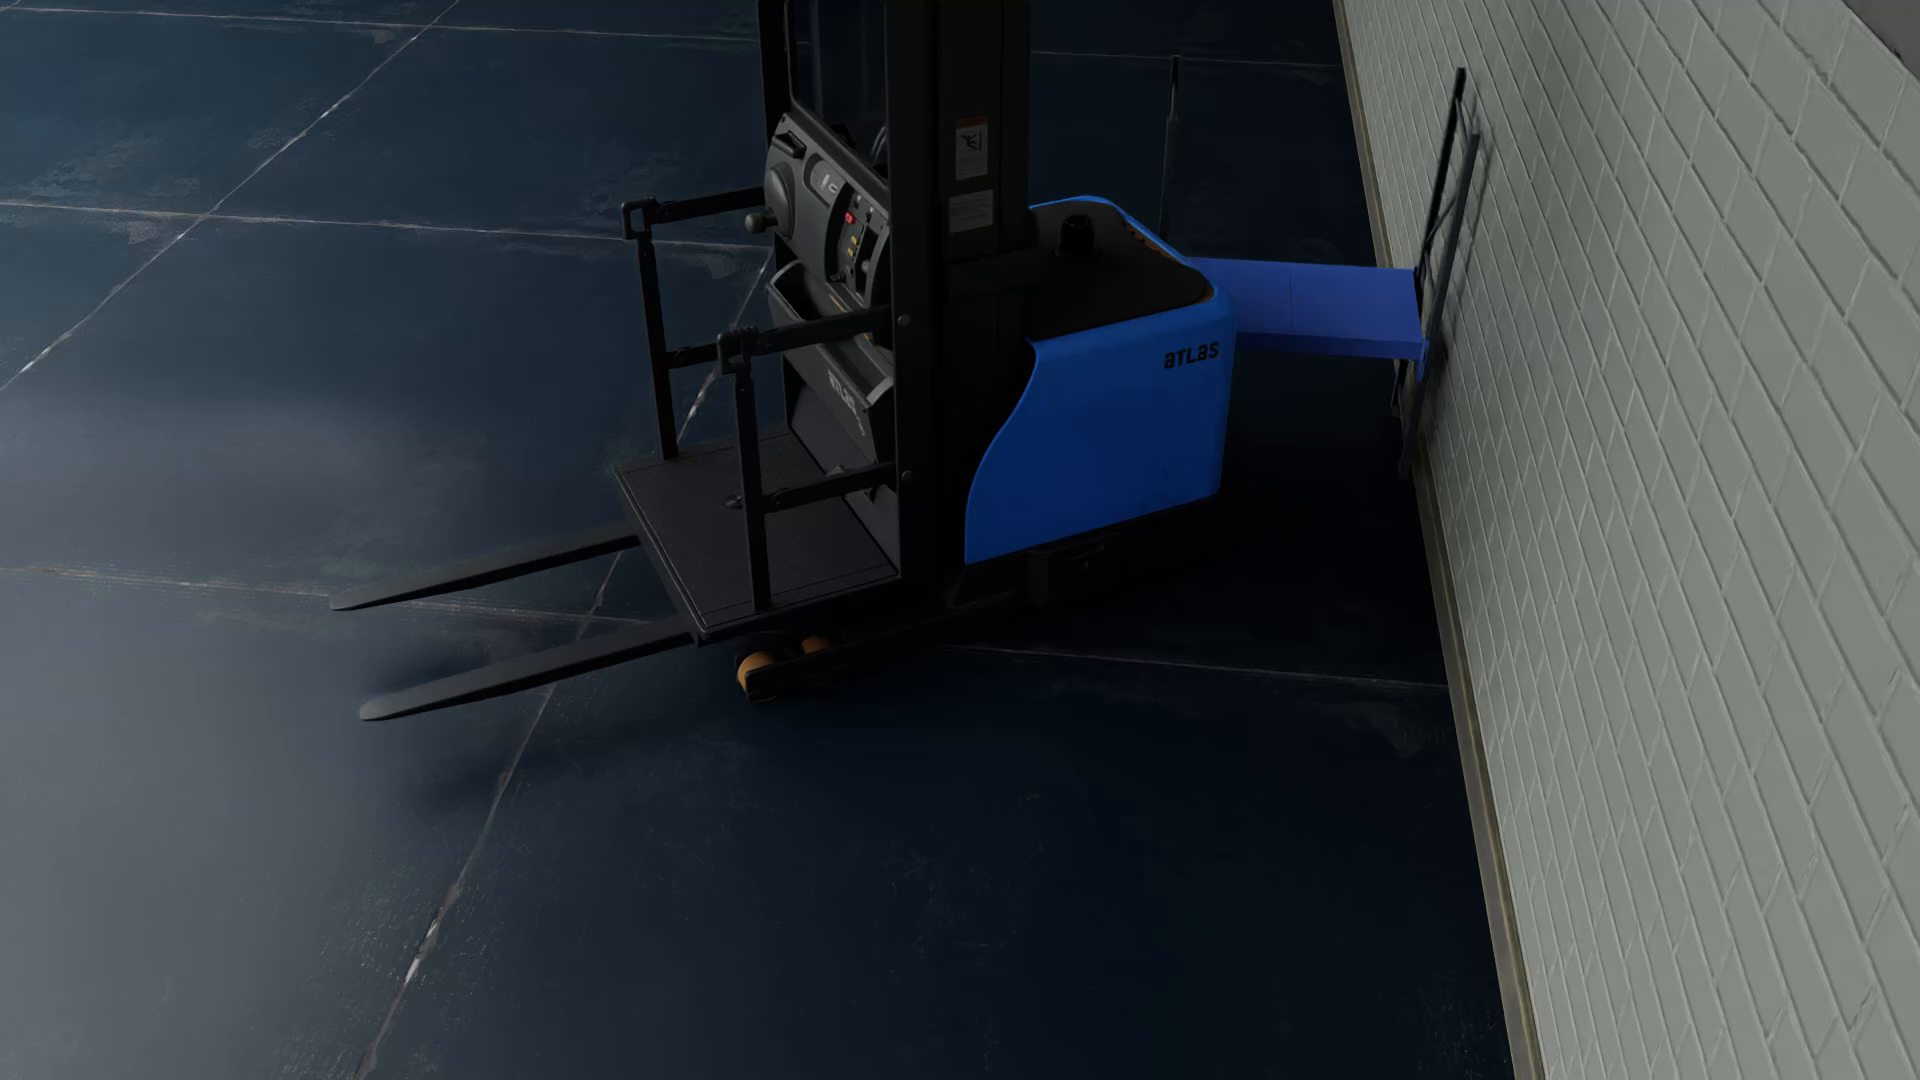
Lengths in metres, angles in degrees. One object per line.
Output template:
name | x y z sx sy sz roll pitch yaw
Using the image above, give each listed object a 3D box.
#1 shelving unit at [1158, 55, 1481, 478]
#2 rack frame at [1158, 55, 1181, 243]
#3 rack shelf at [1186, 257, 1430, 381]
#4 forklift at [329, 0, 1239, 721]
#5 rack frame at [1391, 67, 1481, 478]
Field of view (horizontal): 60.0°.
shelving unit | 1.274 -1.007 6.330 1.048 1.500 0.538 4 42 6
rack frame | 0.769 -1.044 6.382 0.032 1.500 0.500 4 42 6
rack shelf | 1.276 -0.873 6.450 1.000 0.185 0.538 4 42 6
forklift | -0.607 -1.010 5.142 3.031 2.935 1.130 -15 38 -20
rack frame | 1.778 -0.970 6.278 0.032 1.500 0.500 4 42 6
